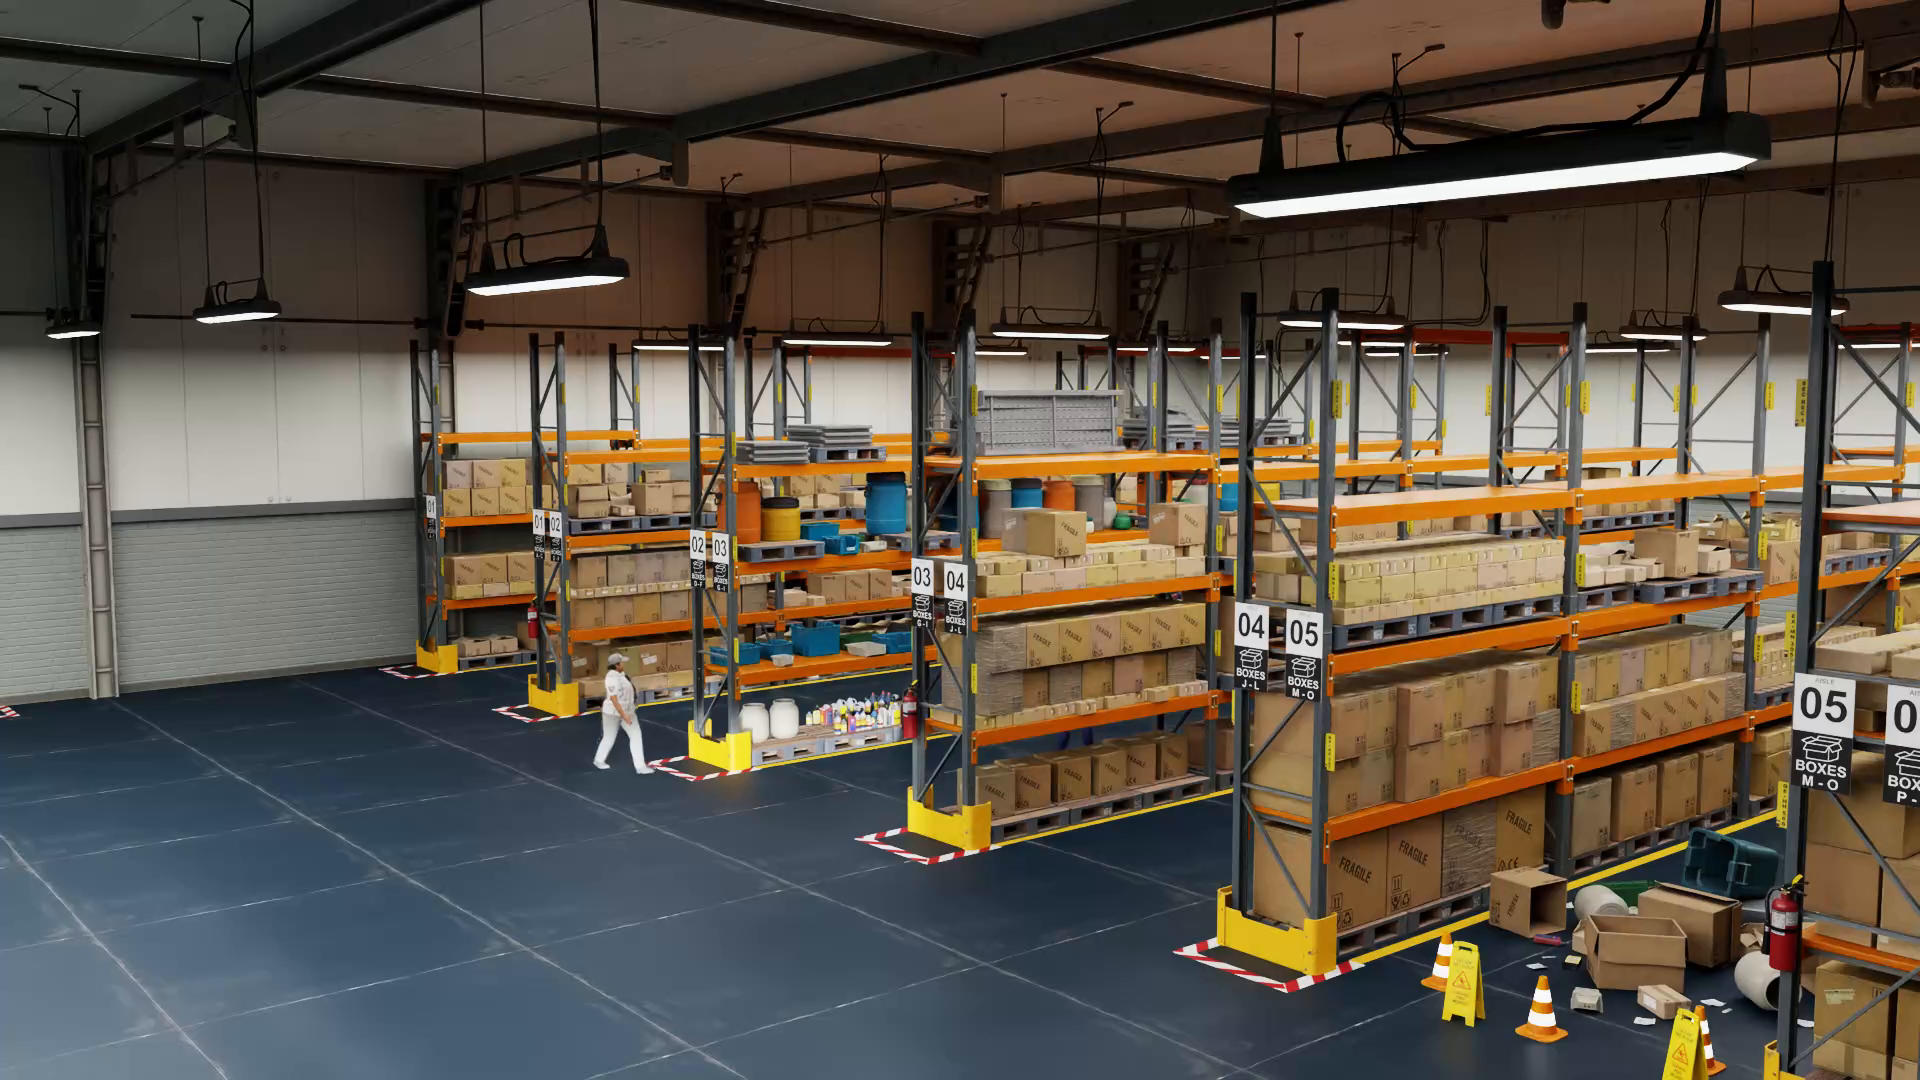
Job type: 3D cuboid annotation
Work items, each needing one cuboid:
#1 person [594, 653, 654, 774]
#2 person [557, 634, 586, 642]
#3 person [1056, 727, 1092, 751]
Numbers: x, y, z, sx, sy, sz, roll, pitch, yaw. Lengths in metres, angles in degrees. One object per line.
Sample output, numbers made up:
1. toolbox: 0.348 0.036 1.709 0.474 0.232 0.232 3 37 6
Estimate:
1. person: -4.511 2.301 22.128 1.002 1.605 0.483 4 7 40
2. person: -6.860 1.566 29.652 0.547 1.786 0.720 0 5 5
3. person: 1.583 2.244 22.874 0.561 1.639 0.409 -2 6 -20
